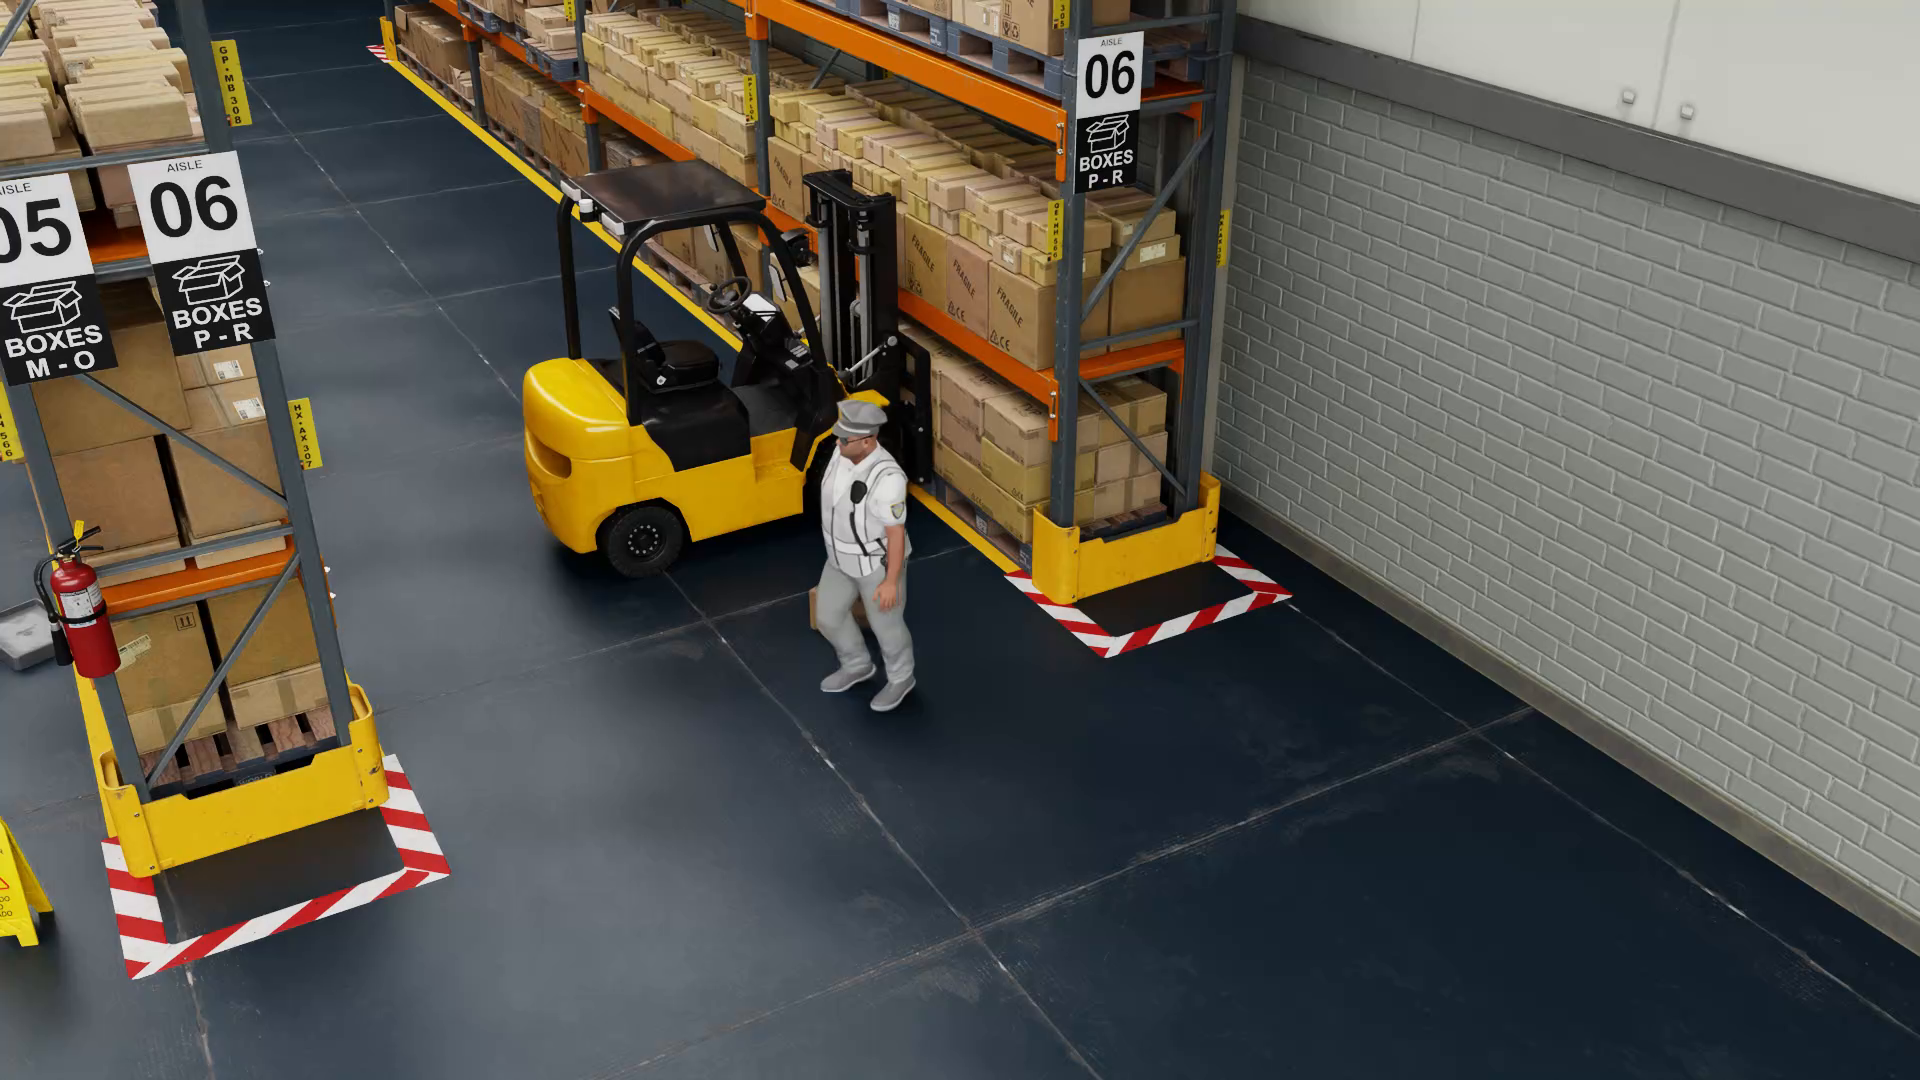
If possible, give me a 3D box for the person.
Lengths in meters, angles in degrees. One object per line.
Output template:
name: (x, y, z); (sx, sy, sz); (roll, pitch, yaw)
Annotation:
person: (-0.471, 0.091, 8.396); (0.487, 1.783, 0.619); (-25, 37, -37)
